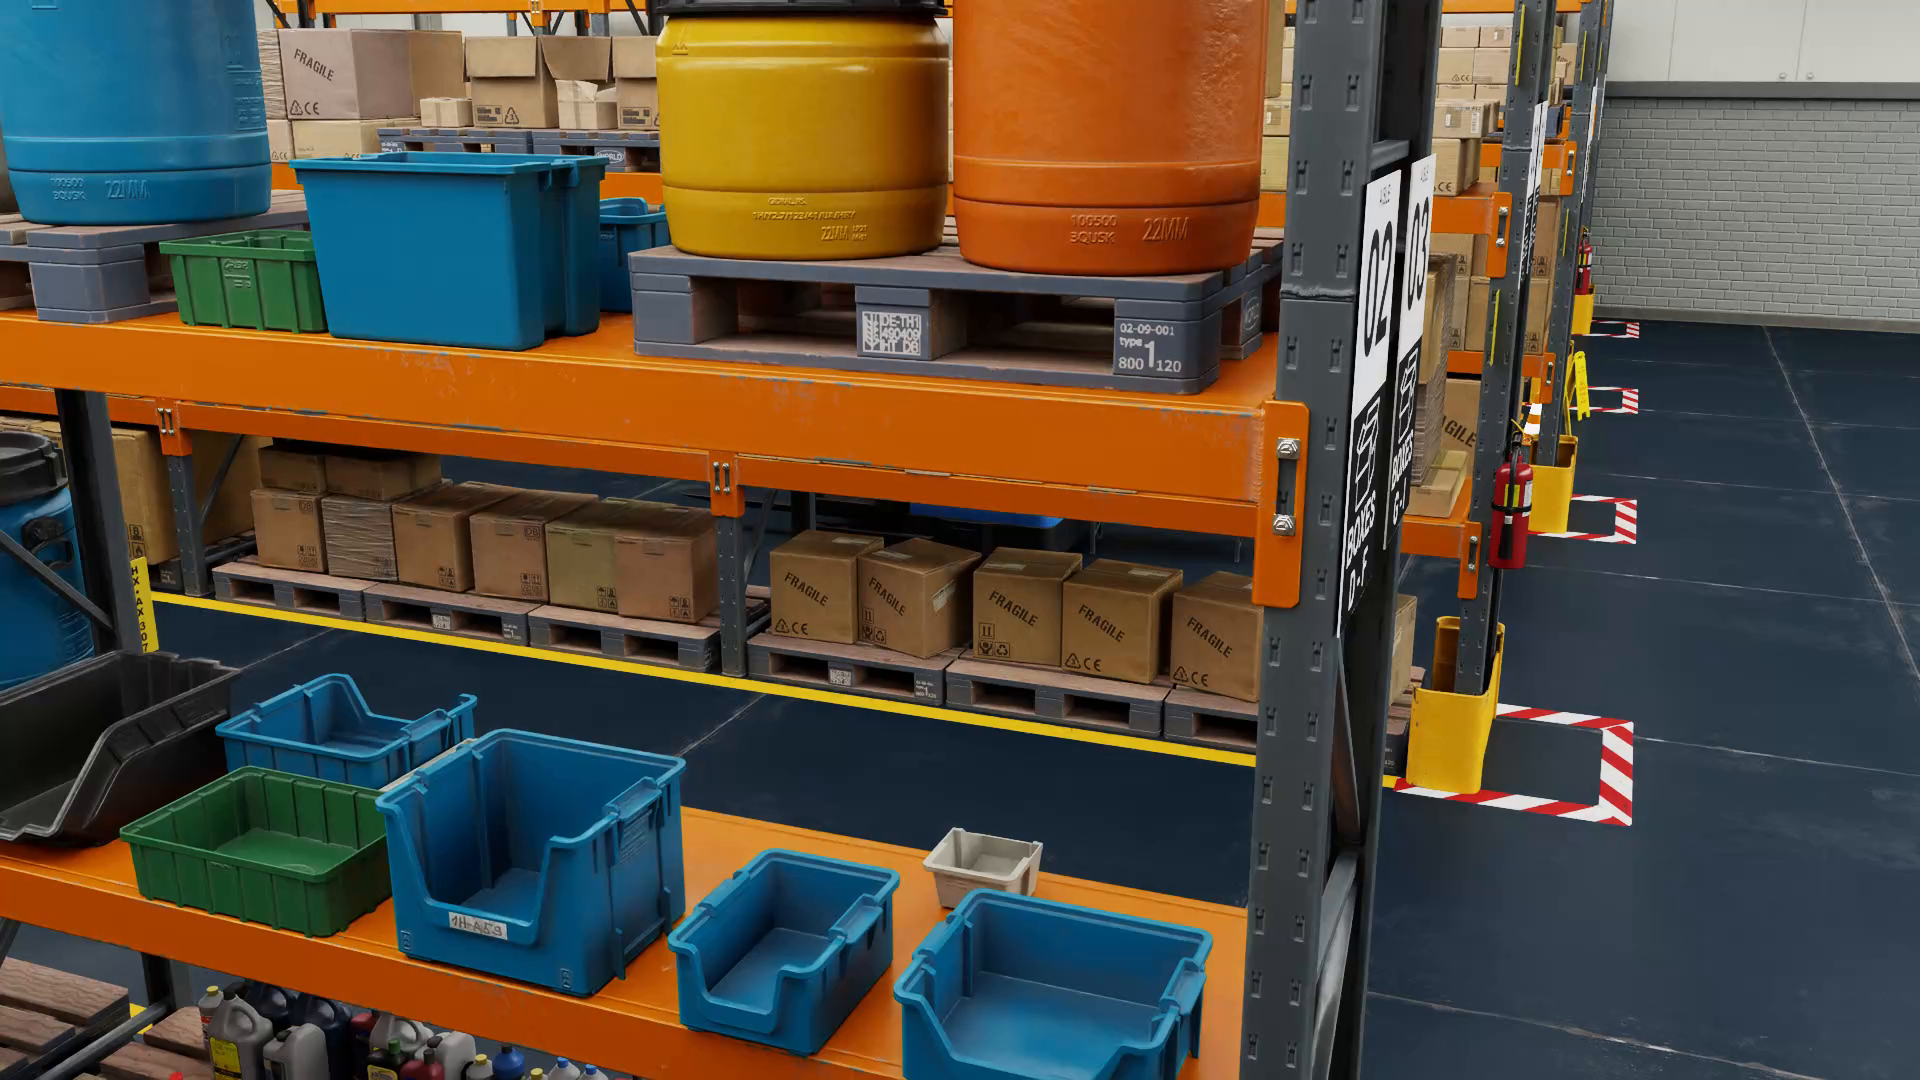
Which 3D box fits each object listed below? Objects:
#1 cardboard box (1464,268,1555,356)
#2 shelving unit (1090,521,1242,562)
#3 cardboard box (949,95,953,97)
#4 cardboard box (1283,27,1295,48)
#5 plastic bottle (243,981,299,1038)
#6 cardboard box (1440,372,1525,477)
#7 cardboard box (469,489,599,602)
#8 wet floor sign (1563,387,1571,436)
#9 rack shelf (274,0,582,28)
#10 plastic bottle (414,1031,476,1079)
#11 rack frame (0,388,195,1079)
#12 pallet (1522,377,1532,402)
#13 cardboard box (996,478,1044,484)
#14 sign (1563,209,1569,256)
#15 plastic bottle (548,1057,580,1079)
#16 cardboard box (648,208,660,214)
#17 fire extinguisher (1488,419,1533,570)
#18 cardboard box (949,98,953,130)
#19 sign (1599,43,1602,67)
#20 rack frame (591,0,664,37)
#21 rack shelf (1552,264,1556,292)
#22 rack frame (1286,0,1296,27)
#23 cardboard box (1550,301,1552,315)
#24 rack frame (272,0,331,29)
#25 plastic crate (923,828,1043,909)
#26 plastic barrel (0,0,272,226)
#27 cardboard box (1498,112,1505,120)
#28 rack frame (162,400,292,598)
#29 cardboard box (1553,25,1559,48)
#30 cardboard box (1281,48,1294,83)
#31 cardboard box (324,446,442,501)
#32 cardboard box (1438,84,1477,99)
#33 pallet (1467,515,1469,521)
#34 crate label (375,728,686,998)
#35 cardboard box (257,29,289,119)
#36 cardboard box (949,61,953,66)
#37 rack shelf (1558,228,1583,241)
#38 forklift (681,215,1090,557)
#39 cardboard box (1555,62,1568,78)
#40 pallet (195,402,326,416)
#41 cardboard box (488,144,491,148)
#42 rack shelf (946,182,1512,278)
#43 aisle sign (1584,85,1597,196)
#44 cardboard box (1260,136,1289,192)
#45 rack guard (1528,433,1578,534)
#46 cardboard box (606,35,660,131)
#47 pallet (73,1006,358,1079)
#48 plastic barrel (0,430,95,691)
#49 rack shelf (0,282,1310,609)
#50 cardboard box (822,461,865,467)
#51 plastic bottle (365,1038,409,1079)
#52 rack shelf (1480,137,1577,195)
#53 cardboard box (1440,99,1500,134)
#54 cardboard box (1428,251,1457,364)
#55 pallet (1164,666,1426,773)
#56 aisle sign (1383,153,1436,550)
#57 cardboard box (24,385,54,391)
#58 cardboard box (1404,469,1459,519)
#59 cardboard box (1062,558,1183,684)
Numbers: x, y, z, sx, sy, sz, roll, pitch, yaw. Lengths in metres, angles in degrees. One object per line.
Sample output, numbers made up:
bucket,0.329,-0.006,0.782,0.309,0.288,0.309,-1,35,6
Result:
cardboard box,4.154,-1.751,12.555,0.550,0.550,0.875,6,17,21
shelving unit,1.485,-0.661,11.759,1.048,1.500,0.538,3,16,11
cardboard box,0.035,-2.312,8.930,0.250,0.149,0.380,6,17,19
cardboard box,2.424,-3.733,12.361,0.250,0.149,0.380,6,17,20
plastic bottle,-2.232,1.551,5.414,0.185,0.351,0.144,6,17,19
cardboard box,3.860,-0.886,12.904,0.875,0.875,0.875,6,17,21
cardboard box,-2.640,0.024,10.404,0.500,0.500,0.700,5,17,16
wet floor sign,5.269,-1.033,14.573,0.232,0.644,0.267,3,17,11
rack shelf,-6.786,-6.722,21.197,4.000,0.370,1.077,6,17,21
plastic bottle,-1.603,1.657,5.182,0.135,0.276,0.152,7,17,22
rack frame,-2.937,0.499,5.075,0.127,3.000,1.000,6,17,21
pallet,5.424,-1.708,17.677,1.213,0.211,1.003,6,17,21
cardboard box,0.370,-0.415,8.674,0.250,0.149,0.380,6,17,21
sign,4.303,-2.183,11.812,0.005,0.325,0.100,6,17,21
plastic bottle,-1.200,1.695,5.058,0.097,0.271,0.097,0,16,0
cardboard box,-1.807,-1.393,9.763,1.000,1.000,1.000,6,17,21
fire extinguisher,2.539,-0.208,7.649,0.183,0.674,0.296,6,17,21
cardboard box,0.047,-2.126,8.290,0.250,0.149,0.380,6,17,20
sign,7.843,-5.923,20.369,0.005,0.325,0.100,6,17,21
rack frame,-2.927,-5.352,14.469,0.127,3.000,1.000,6,17,21
rack shelf,4.377,-2.806,17.749,4.000,0.370,1.077,6,17,21
rack frame,4.334,-7.525,21.953,0.127,3.000,1.000,6,17,21
cardboard box,7.502,-3.082,21.588,0.500,0.250,0.500,6,17,21
rack frame,-8.646,-7.465,21.745,0.127,3.000,1.000,6,17,21
plastic crate,0.070,0.860,4.305,0.250,0.136,0.298,6,17,21
plastic barrel,-2.050,-1.255,4.082,0.708,0.901,0.600,6,17,21
cardboard box,5.325,-4.284,16.619,0.250,0.149,0.380,7,18,22
rack frame,-4.840,-1.195,10.910,0.127,3.000,1.000,6,17,21
cardboard box,4.078,-3.552,11.735,0.250,0.149,0.380,6,17,21
cardboard box,2.557,-3.546,12.430,0.500,0.250,0.500,6,17,21
cardboard box,-3.709,-0.454,10.705,0.500,0.250,0.500,8,18,27
cardboard box,3.609,-3.220,12.024,0.250,0.149,0.380,7,17,21
pallet,3.743,-0.375,13.087,1.213,0.211,1.003,6,17,21
crate label,-1.027,0.773,4.068,0.616,0.435,0.502,6,17,21
cardboard box,-4.027,-2.756,9.830,0.500,0.500,0.500,6,17,21
cardboard box,-0.021,-6.768,23.748,0.250,0.149,0.380,6,17,19
rack shelf,6.195,-4.094,22.185,4.000,0.370,1.077,6,17,21
forklift,-0.585,-1.473,11.990,3.031,2.935,1.130,6,17,21
cardboard box,5.815,-4.608,16.305,0.250,0.149,0.380,6,17,21
pallet,-4.138,-1.058,10.780,1.003,0.211,1.213,6,17,21
cardboard box,-5.762,-5.046,21.039,0.250,0.149,0.380,6,17,21
rack shelf,0.741,-1.676,8.477,4.000,0.370,1.077,6,17,21
aisle sign,4.692,-2.972,12.367,0.004,0.787,0.394,6,17,21
cardboard box,1.594,-1.779,7.810,0.500,0.250,0.500,6,17,21
rack guard,4.538,-0.450,12.826,0.348,0.500,1.175,6,17,21
cardboard box,-1.520,-2.551,9.263,0.637,0.503,0.797,5,17,18
pallet,-2.327,1.917,5.190,1.213,0.211,1.003,6,17,21
plastic barrel,-3.185,0.140,5.412,0.708,0.901,0.600,6,17,21
rack shelf,-1.076,-0.392,4.053,4.000,0.370,1.077,6,17,21
cardboard box,-0.559,-0.518,9.028,0.250,0.149,0.380,6,17,21
plastic bottle,-1.767,1.665,5.141,0.133,0.283,0.061,6,17,21
rack shelf,2.655,-2.952,12.873,4.000,0.370,1.077,6,17,21
cardboard box,2.430,-2.025,7.941,0.250,0.149,0.380,6,17,20
cardboard box,2.190,-1.175,8.333,0.500,0.500,0.500,6,17,21
pallet,1.788,0.863,8.824,1.213,0.211,1.003,6,17,21
aisle sign,0.959,-0.409,3.540,0.004,0.787,0.394,6,17,21
cardboard box,-5.852,-1.282,11.029,0.500,0.500,0.500,6,17,20
cardboard box,2.261,-0.232,8.042,0.250,0.149,0.380,6,17,21
cardboard box,0.883,0.433,9.033,0.500,0.500,0.500,8,18,26
